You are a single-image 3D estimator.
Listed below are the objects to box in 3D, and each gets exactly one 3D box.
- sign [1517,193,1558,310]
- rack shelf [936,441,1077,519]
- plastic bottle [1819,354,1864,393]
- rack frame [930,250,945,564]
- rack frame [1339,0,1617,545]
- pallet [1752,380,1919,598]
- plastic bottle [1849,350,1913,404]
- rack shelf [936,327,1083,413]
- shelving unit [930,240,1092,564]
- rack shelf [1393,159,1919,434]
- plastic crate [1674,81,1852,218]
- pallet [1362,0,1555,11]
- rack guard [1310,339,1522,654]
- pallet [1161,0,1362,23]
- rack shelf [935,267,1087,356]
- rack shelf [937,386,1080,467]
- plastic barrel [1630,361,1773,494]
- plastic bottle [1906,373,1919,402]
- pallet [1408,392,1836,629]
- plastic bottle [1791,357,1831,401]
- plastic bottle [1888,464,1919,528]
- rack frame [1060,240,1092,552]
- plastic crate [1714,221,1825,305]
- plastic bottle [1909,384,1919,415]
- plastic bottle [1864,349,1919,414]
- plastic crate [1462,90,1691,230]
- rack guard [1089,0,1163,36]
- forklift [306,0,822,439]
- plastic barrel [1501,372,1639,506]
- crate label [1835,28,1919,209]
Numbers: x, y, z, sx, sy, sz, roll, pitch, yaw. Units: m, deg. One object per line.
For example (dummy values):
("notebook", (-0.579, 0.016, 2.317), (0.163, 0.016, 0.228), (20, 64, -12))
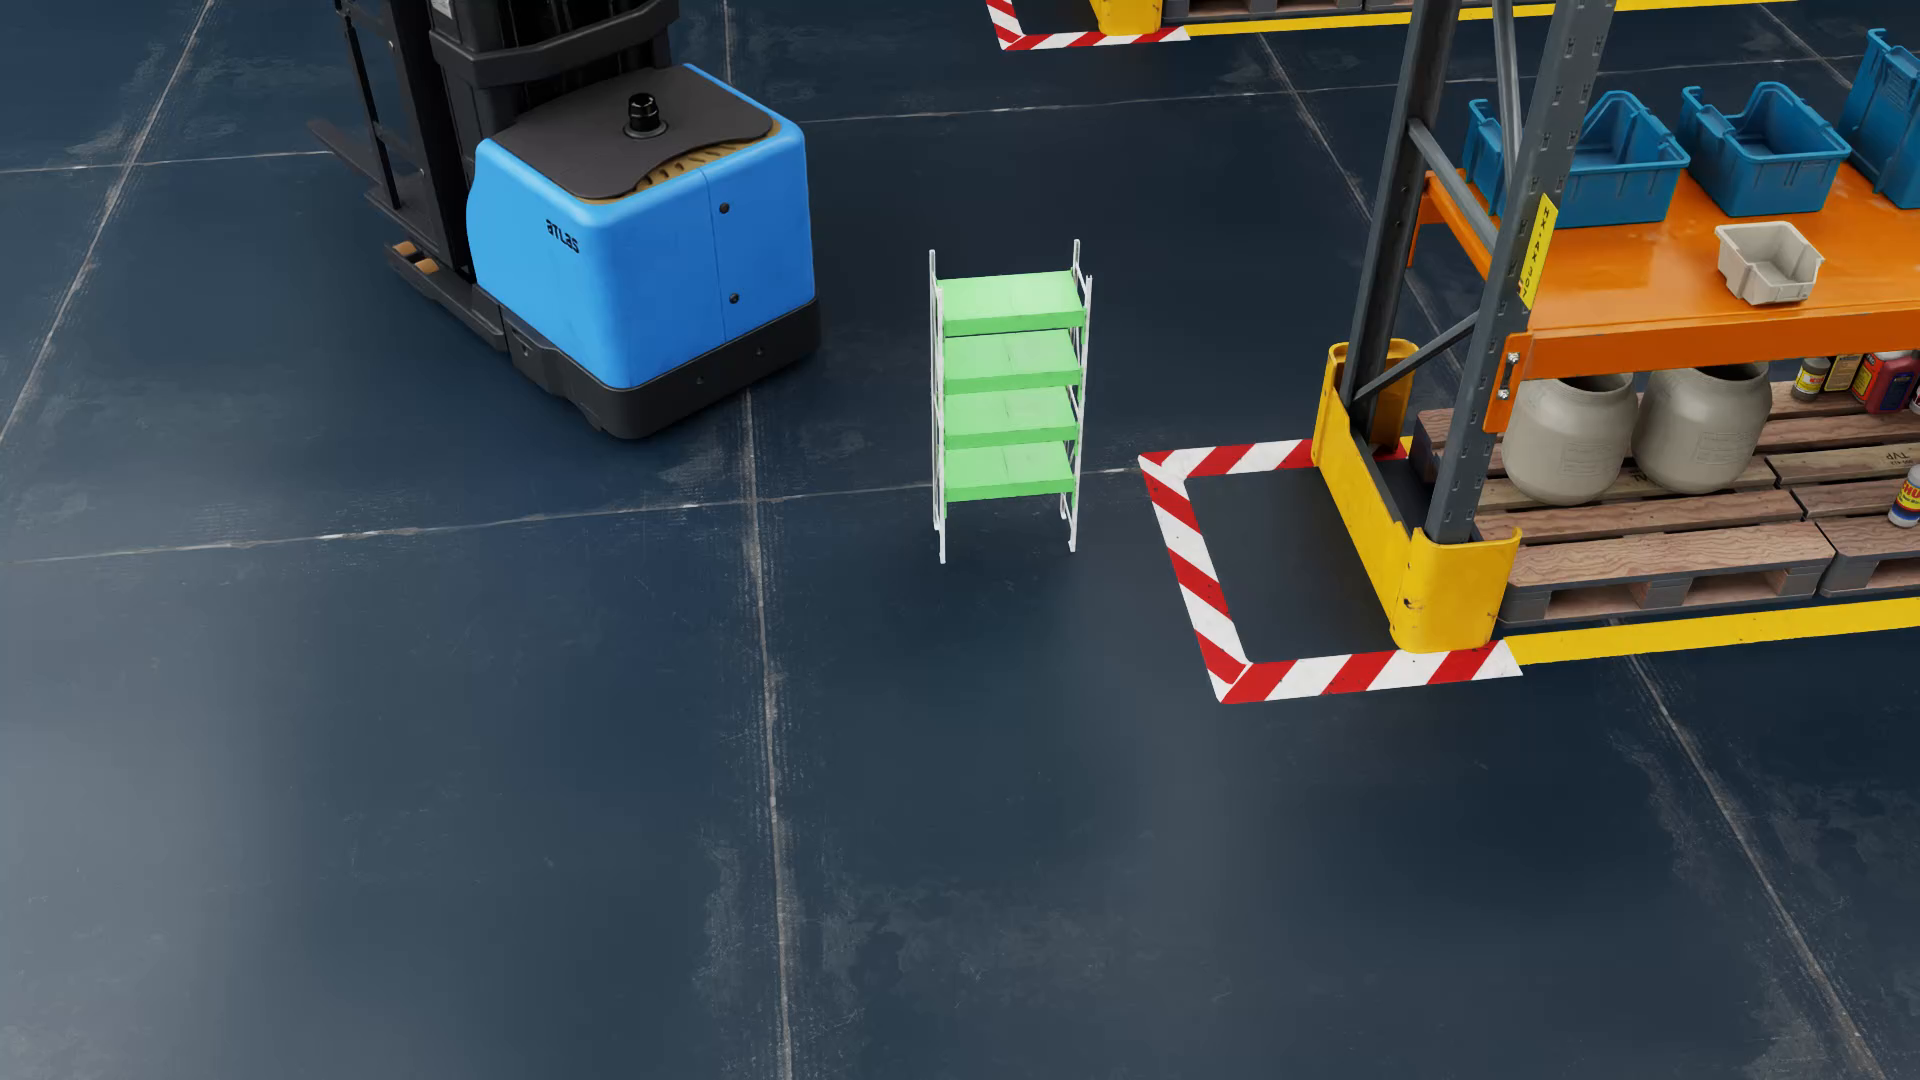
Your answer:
("sign", (1.632, -0.814, 4.706), (0.005, 0.325, 0.100), (-5, 42, -6))
("rack shelf", (0.164, -0.234, 6.068), (0.480, 0.148, 0.258), (-5, 42, -6))
("plastic bottle", (3.443, -0.704, 6.491), (0.133, 0.283, 0.061), (-4, 42, -4))
("rack frame", (-0.078, -0.439, 5.841), (0.015, 1.200, 0.240), (-5, 42, -6))
("rack frame", (1.565, -1.077, 5.204), (0.127, 3.000, 1.000), (-5, 42, -6))
("pallet", (3.648, -0.250, 6.369), (1.213, 0.211, 1.003), (-5, 42, -6))
("plastic bottle", (3.583, -0.683, 6.473), (0.135, 0.276, 0.152), (-5, 42, -5))
("rack shelf", (0.164, -0.591, 5.746), (0.480, 0.148, 0.258), (-5, 42, -6))
("shelving unit", (0.164, -0.460, 5.864), (0.503, 1.200, 0.258), (-5, 42, -6))
("rack shelf", (3.549, -0.983, 5.637), (4.000, 0.370, 1.077), (-5, 42, -6))
("plastic crate", (2.668, -1.316, 5.581), (0.408, 0.251, 0.499), (-5, 42, -6))
("pallet", (2.887, -3.529, 10.005), (1.213, 0.211, 1.003), (-5, 42, -6))
("rack guard", (1.635, -0.186, 6.083), (0.348, 0.500, 1.175), (-5, 42, -6))
("pallet", (1.680, -3.425, 9.890), (1.213, 0.211, 1.003), (-5, 42, -6))
("rack shelf", (0.164, -0.769, 5.585), (0.480, 0.148, 0.258), (-5, 42, -6))
("rack shelf", (0.164, -0.412, 5.907), (0.480, 0.148, 0.258), (-5, 42, -6))
("plastic barrel", (2.705, -0.460, 6.064), (0.421, 0.512, 0.421), (0, 42, 0))
("plastic bottle", (3.721, -0.695, 6.486), (0.135, 0.276, 0.152), (-6, 42, -7))
("pallet", (2.441, -0.146, 6.254), (1.213, 0.211, 1.003), (-5, 42, -6))
("plastic bottle", (3.330, -0.651, 6.493), (0.097, 0.201, 0.097), (0, 42, 0))
("plastic bottle", (3.404, -0.177, 5.916), (0.097, 0.271, 0.097), (0, 42, 0))
("rack frame", (0.406, -0.481, 5.888), (0.015, 1.200, 0.240), (-5, 42, -6))
("plastic crate", (2.494, -0.843, 5.142), (0.250, 0.136, 0.298), (-5, 42, -6))
("plastic bottle", (3.755, -0.586, 6.421), (0.097, 0.201, 0.097), (0, 42, 0))
("plastic bottle", (3.597, -0.615, 6.392), (0.133, 0.283, 0.061), (-5, 42, -6))
("plastic crate", (2.023, -1.264, 5.522), (0.616, 0.251, 0.499), (-5, 42, -6))
("rack guard", (0.903, -3.436, 9.686), (0.348, 0.500, 1.175), (-5, 42, -6))
("forklift", (-1.954, -2.387, 6.708), (1.130, 2.935, 3.031), (-32, 51, -30))
("plastic barrel", (2.208, -0.417, 6.016), (0.421, 0.512, 0.421), (0, 42, 0))
("crate label", (3.355, -1.429, 5.568), (0.616, 0.435, 0.502), (-5, 42, -6))
